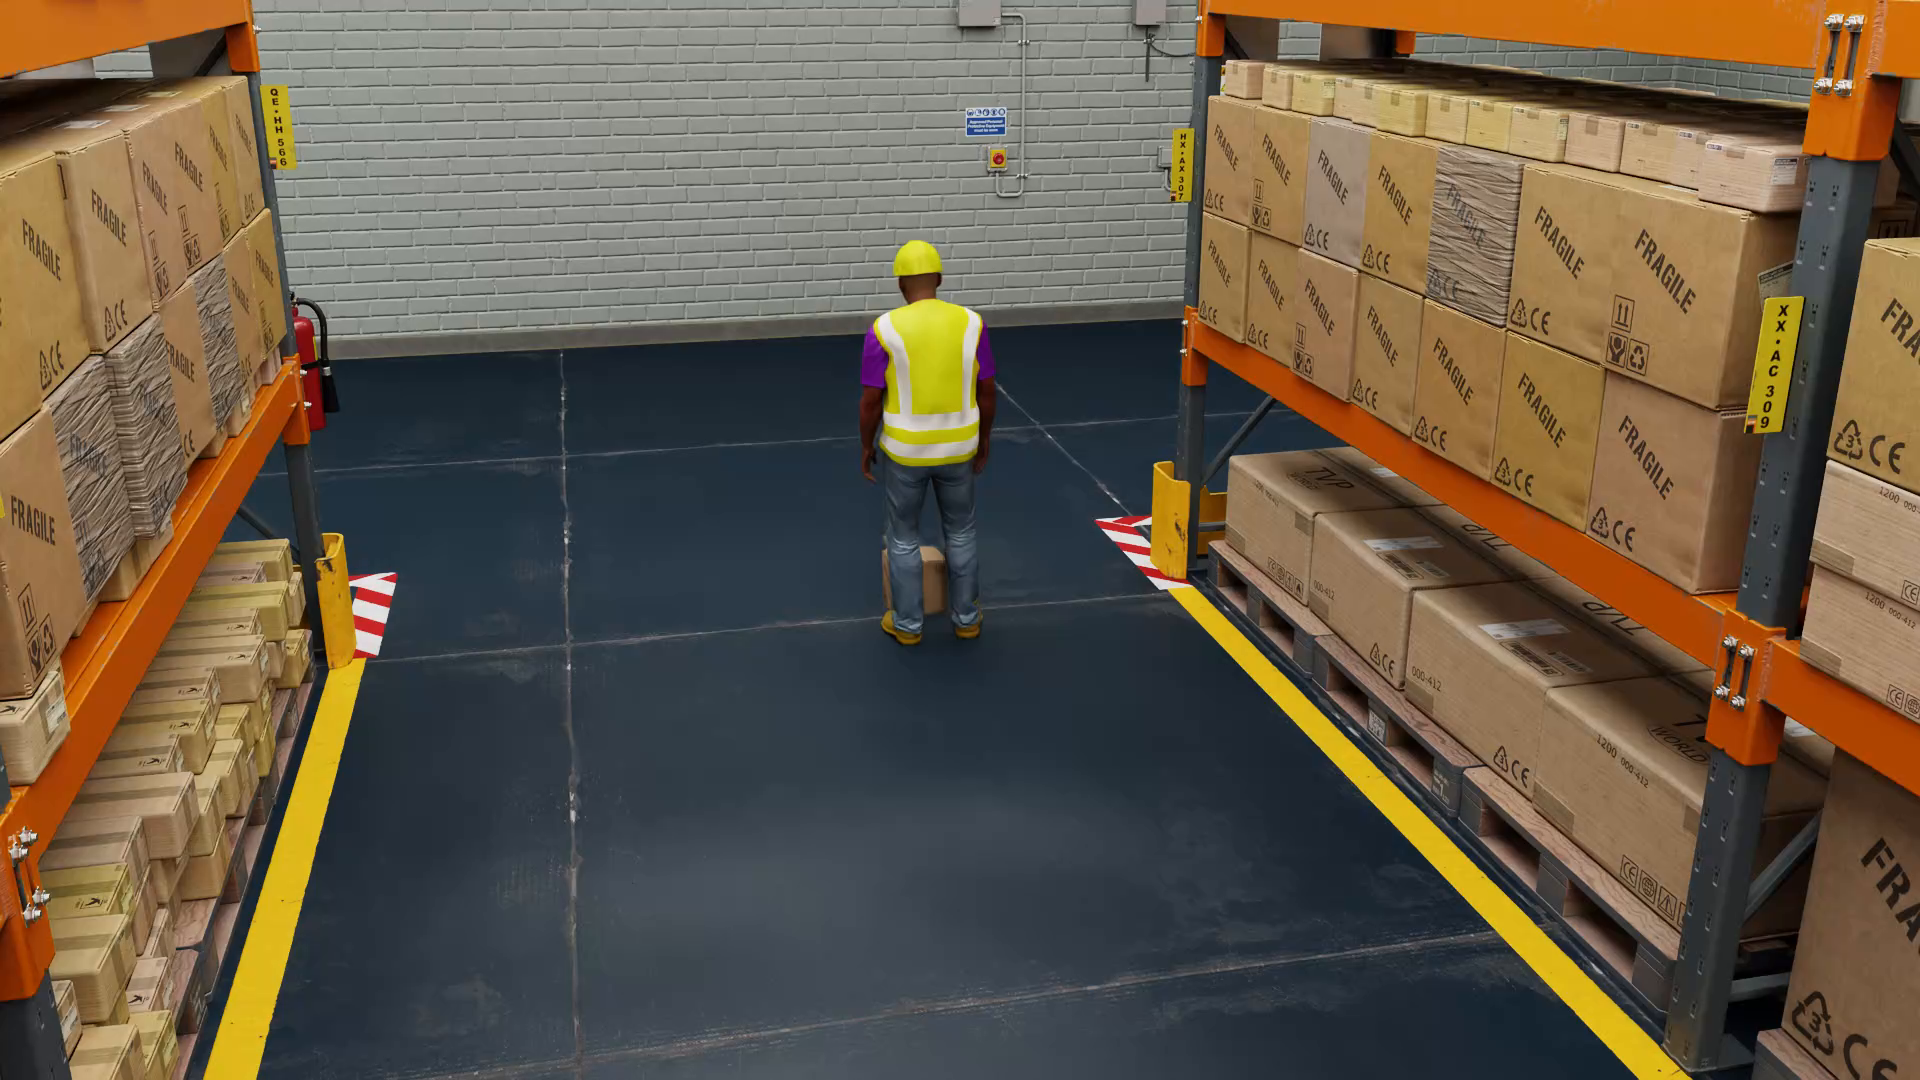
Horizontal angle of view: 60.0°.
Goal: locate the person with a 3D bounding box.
[{"bbox_3d":[-0.144,-0.407,7.191,0.607,1.762,0.449,-5,20,-14],"label":"person"}]
